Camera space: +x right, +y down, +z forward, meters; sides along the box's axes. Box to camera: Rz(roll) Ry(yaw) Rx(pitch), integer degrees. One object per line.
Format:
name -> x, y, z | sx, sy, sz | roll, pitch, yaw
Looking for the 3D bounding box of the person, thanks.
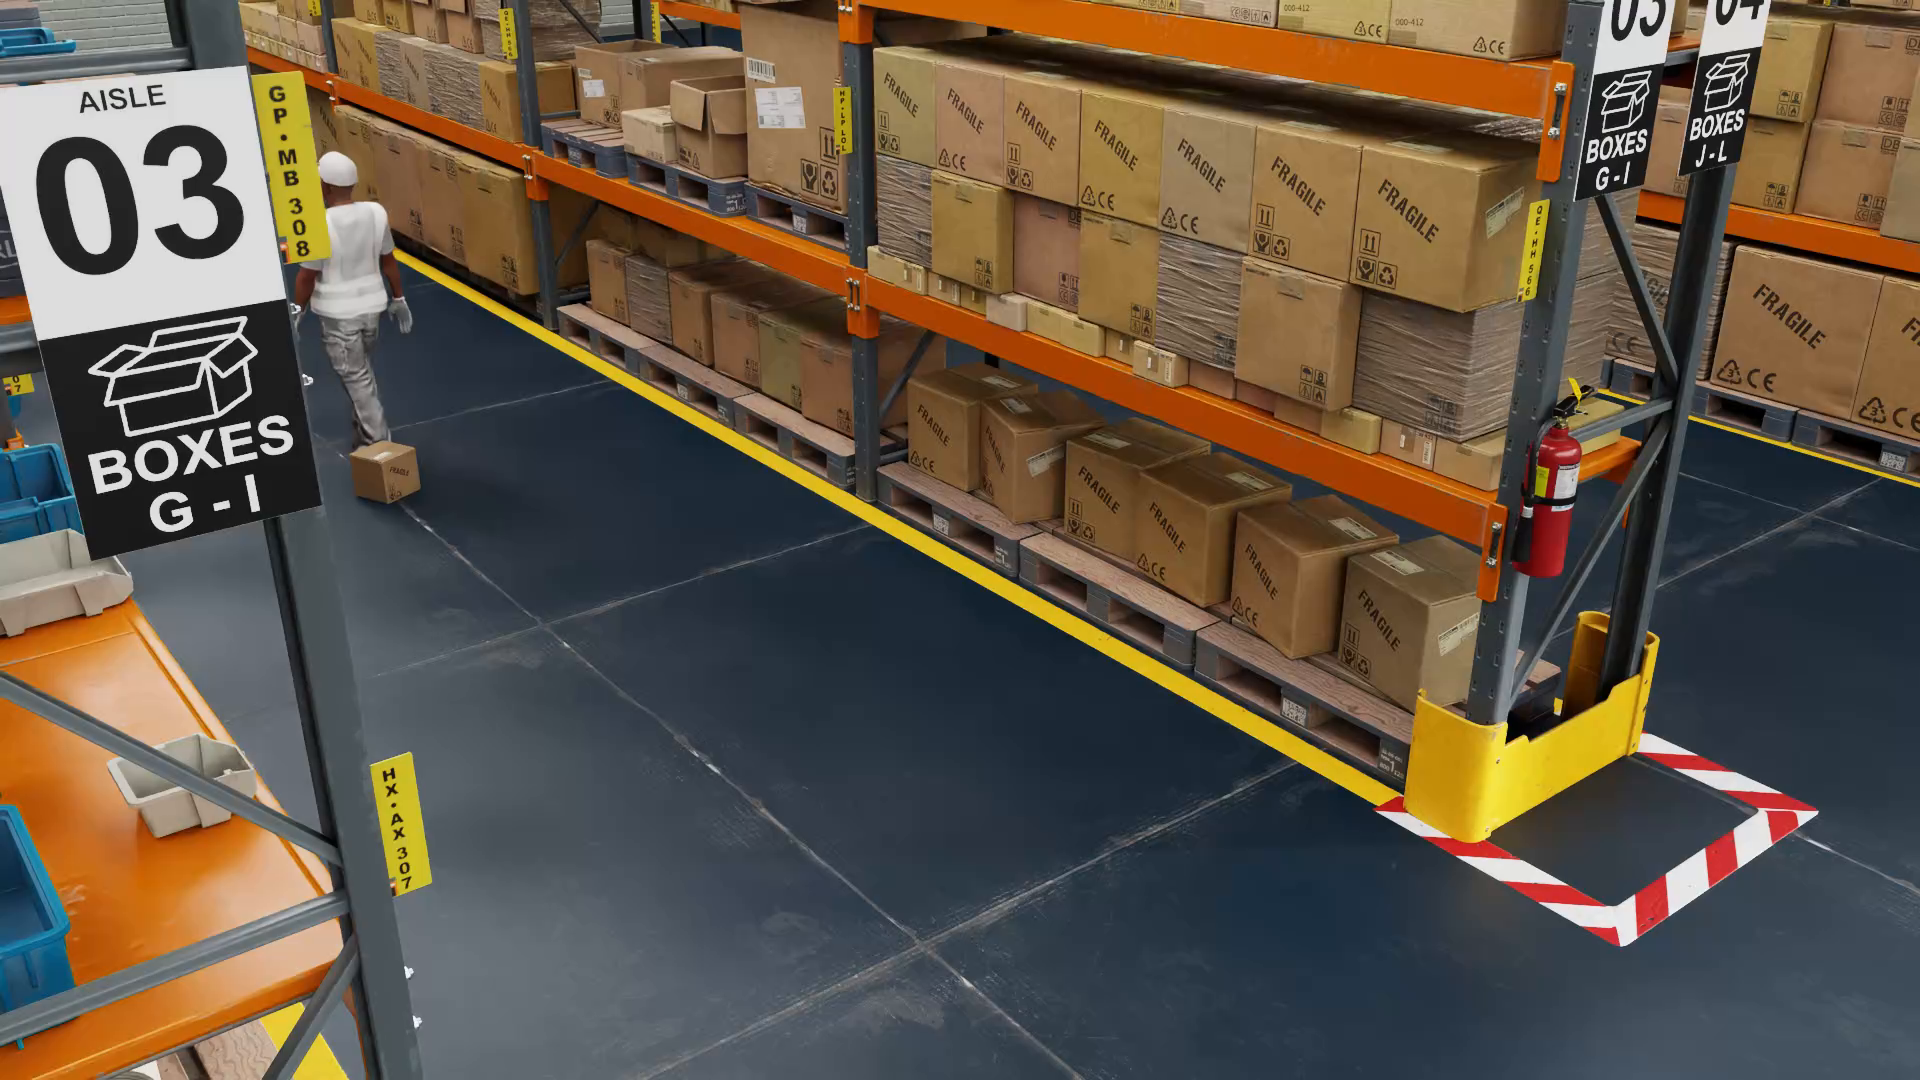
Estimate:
person -> -3.490, -1.279, 9.428 | 0.616, 1.848, 0.603 | 15, 28, 30
